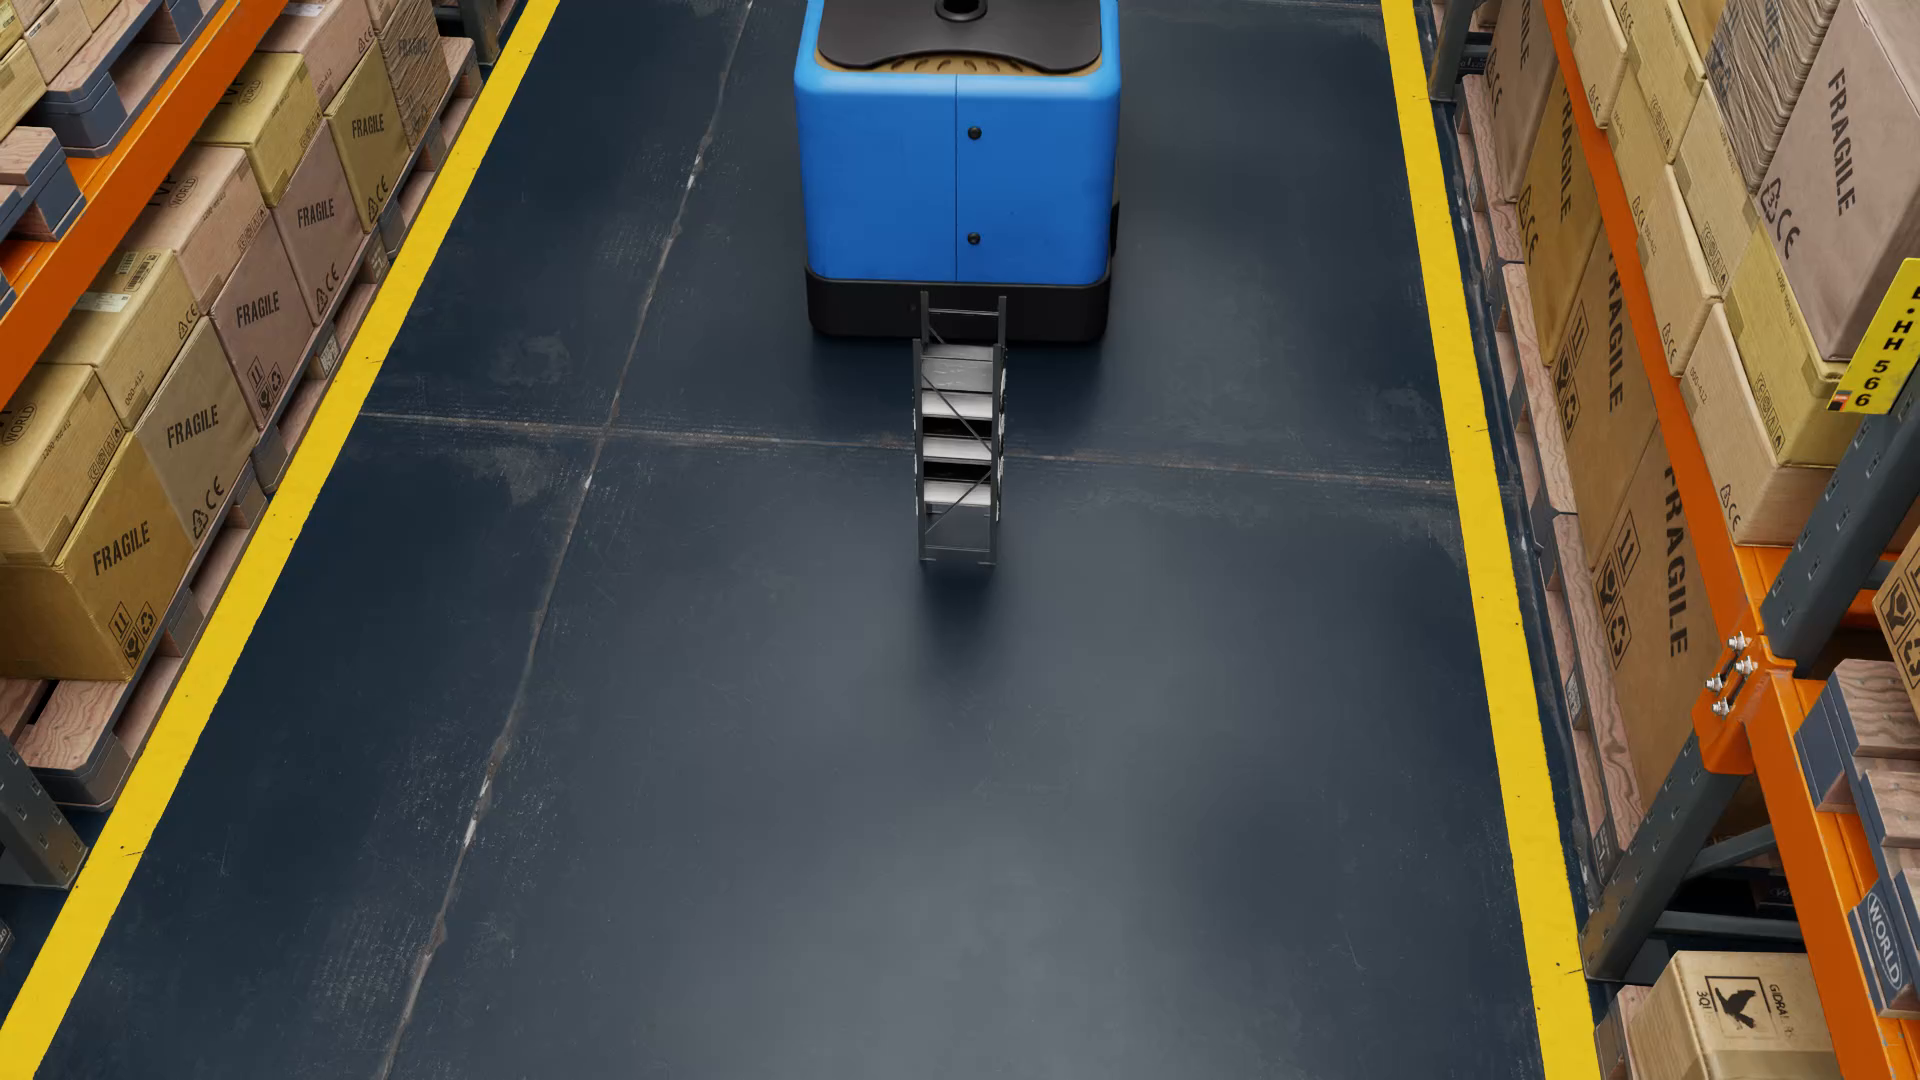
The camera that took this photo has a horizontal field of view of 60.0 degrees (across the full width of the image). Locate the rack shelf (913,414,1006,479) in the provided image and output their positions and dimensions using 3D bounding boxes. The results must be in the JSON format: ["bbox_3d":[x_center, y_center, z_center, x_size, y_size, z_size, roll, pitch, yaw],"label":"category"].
[{"bbox_3d":[0.001,-0.287,4.948,0.258,0.077,0.200,4,48,4],"label":"rack shelf"}]

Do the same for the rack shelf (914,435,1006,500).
[{"bbox_3d":[0.001,-0.226,5.014,0.258,0.077,0.200,4,48,4],"label":"rack shelf"}]

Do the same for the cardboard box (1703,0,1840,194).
[{"bbox_3d":[1.916,-1.050,3.432,0.500,0.500,0.500,5,48,4],"label":"cardboard box"}]

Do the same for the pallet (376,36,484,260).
[{"bbox_3d":[-2.553,-1.589,6.560,1.003,0.211,1.213,4,48,4],"label":"pallet"}]

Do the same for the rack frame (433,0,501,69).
[{"bbox_3d":[-2.483,-3.102,6.054,1.000,3.000,0.127,4,48,4],"label":"rack frame"}]

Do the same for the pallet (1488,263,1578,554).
[{"bbox_3d":[2.352,-0.431,5.501,1.003,0.211,1.213,4,48,4],"label":"pallet"}]

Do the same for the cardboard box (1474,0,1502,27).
[{"bbox_3d":[2.620,-2.575,7.024,0.875,0.438,0.875,3,48,3],"label":"cardboard box"}]

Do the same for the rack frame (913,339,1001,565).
[{"bbox_3d":[-0.009,-0.235,4.855,0.240,0.900,0.006,4,48,4],"label":"rack frame"}]

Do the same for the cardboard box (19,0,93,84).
[{"bbox_3d":[-2.512,-1.324,4.314,0.380,0.149,0.250,5,48,5],"label":"cardboard box"}]

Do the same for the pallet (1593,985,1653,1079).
[{"bbox_3d":[2.018,1.611,3.633,1.003,0.211,1.213,4,48,4],"label":"pallet"}]

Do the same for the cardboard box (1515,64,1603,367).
[{"bbox_3d":[2.404,-1.143,5.418,0.875,0.875,0.875,5,48,5],"label":"cardboard box"}]

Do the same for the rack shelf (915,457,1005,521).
[{"bbox_3d":[0.001,-0.166,5.081,0.258,0.077,0.200,4,48,4],"label":"rack shelf"}]

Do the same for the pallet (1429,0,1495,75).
[{"bbox_3d":[2.603,-2.456,7.353,1.003,0.211,1.213,4,48,4],"label":"pallet"}]

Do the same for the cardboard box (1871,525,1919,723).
[{"bbox_3d":[1.819,0.135,2.540,0.500,0.500,0.500,3,48,2],"label":"cardboard box"}]

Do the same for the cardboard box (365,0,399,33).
[{"bbox_3d":[-2.299,-2.089,6.029,0.500,0.250,0.500,3,48,2],"label":"cardboard box"}]

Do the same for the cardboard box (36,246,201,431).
[{"bbox_3d":[-2.498,-0.577,4.646,0.500,0.250,0.500,3,48,3],"label":"cardboard box"}]

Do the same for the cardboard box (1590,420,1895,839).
[{"bbox_3d":[2.237,0.169,4.218,0.875,0.875,0.875,3,48,3],"label":"cardboard box"}]

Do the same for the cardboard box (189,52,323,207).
[{"bbox_3d":[-2.393,-1.323,5.328,0.500,0.250,0.500,2,48,2],"label":"cardboard box"}]

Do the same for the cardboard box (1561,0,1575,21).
[{"bbox_3d":[2.044,-1.731,4.902,0.500,0.250,0.500,4,48,3],"label":"cardboard box"}]

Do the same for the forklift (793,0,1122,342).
[{"bbox_3d":[0.049,-2.759,5.787,1.130,2.935,3.031,2,48,2],"label":"forklift"}]

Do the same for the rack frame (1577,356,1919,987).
[{"bbox_3d":[2.091,0.096,3.129,1.000,3.000,0.127,4,48,4],"label":"rack frame"}]

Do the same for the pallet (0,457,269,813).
[{"bbox_3d":[-2.775,0.204,4.920,1.003,0.211,1.213,4,48,4],"label":"pallet"}]

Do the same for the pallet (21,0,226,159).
[{"bbox_3d":[-2.708,-1.555,4.770,1.003,0.211,1.213,4,48,4],"label":"pallet"}]

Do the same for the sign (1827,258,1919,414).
[{"bbox_3d":[1.538,-0.330,2.734,0.100,0.325,0.005,4,48,4],"label":"sign"}]

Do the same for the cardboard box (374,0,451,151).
[{"bbox_3d":[-2.300,-1.839,6.309,0.500,0.500,0.500,3,48,3],"label":"cardboard box"}]

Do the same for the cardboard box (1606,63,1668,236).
[{"bbox_3d":[1.971,-0.988,4.222,0.500,0.250,0.500,3,48,3],"label":"cardboard box"}]

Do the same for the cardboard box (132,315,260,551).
[{"bbox_3d":[-2.487,-0.333,4.931,0.500,0.500,0.500,4,48,4],"label":"cardboard box"}]

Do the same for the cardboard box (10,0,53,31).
[{"bbox_3d":[-2.514,-1.426,4.205,0.380,0.149,0.250,4,48,4],"label":"cardboard box"}]

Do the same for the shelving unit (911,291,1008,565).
[{"bbox_3d":[0.001,-0.310,4.923,0.258,0.900,0.210,4,48,4],"label":"shelving unit"}]

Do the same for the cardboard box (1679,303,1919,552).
[{"bbox_3d":[1.878,-0.242,3.541,0.500,0.250,0.500,2,48,2],"label":"cardboard box"}]

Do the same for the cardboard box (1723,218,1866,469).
[{"bbox_3d":[1.882,-0.395,3.341,0.500,0.250,0.500,4,48,3],"label":"cardboard box"}]

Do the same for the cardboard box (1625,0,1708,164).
[{"bbox_3d":[1.951,-1.150,4.032,0.500,0.250,0.500,3,48,3],"label":"cardboard box"}]

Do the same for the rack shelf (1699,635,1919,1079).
[{"bbox_3d":[1.909,1.808,2.051,1.077,0.370,4.000,4,48,4],"label":"rack shelf"}]

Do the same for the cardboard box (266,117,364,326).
[{"bbox_3d":[-2.398,-1.086,5.620,0.500,0.500,0.500,3,48,3],"label":"cardboard box"}]
